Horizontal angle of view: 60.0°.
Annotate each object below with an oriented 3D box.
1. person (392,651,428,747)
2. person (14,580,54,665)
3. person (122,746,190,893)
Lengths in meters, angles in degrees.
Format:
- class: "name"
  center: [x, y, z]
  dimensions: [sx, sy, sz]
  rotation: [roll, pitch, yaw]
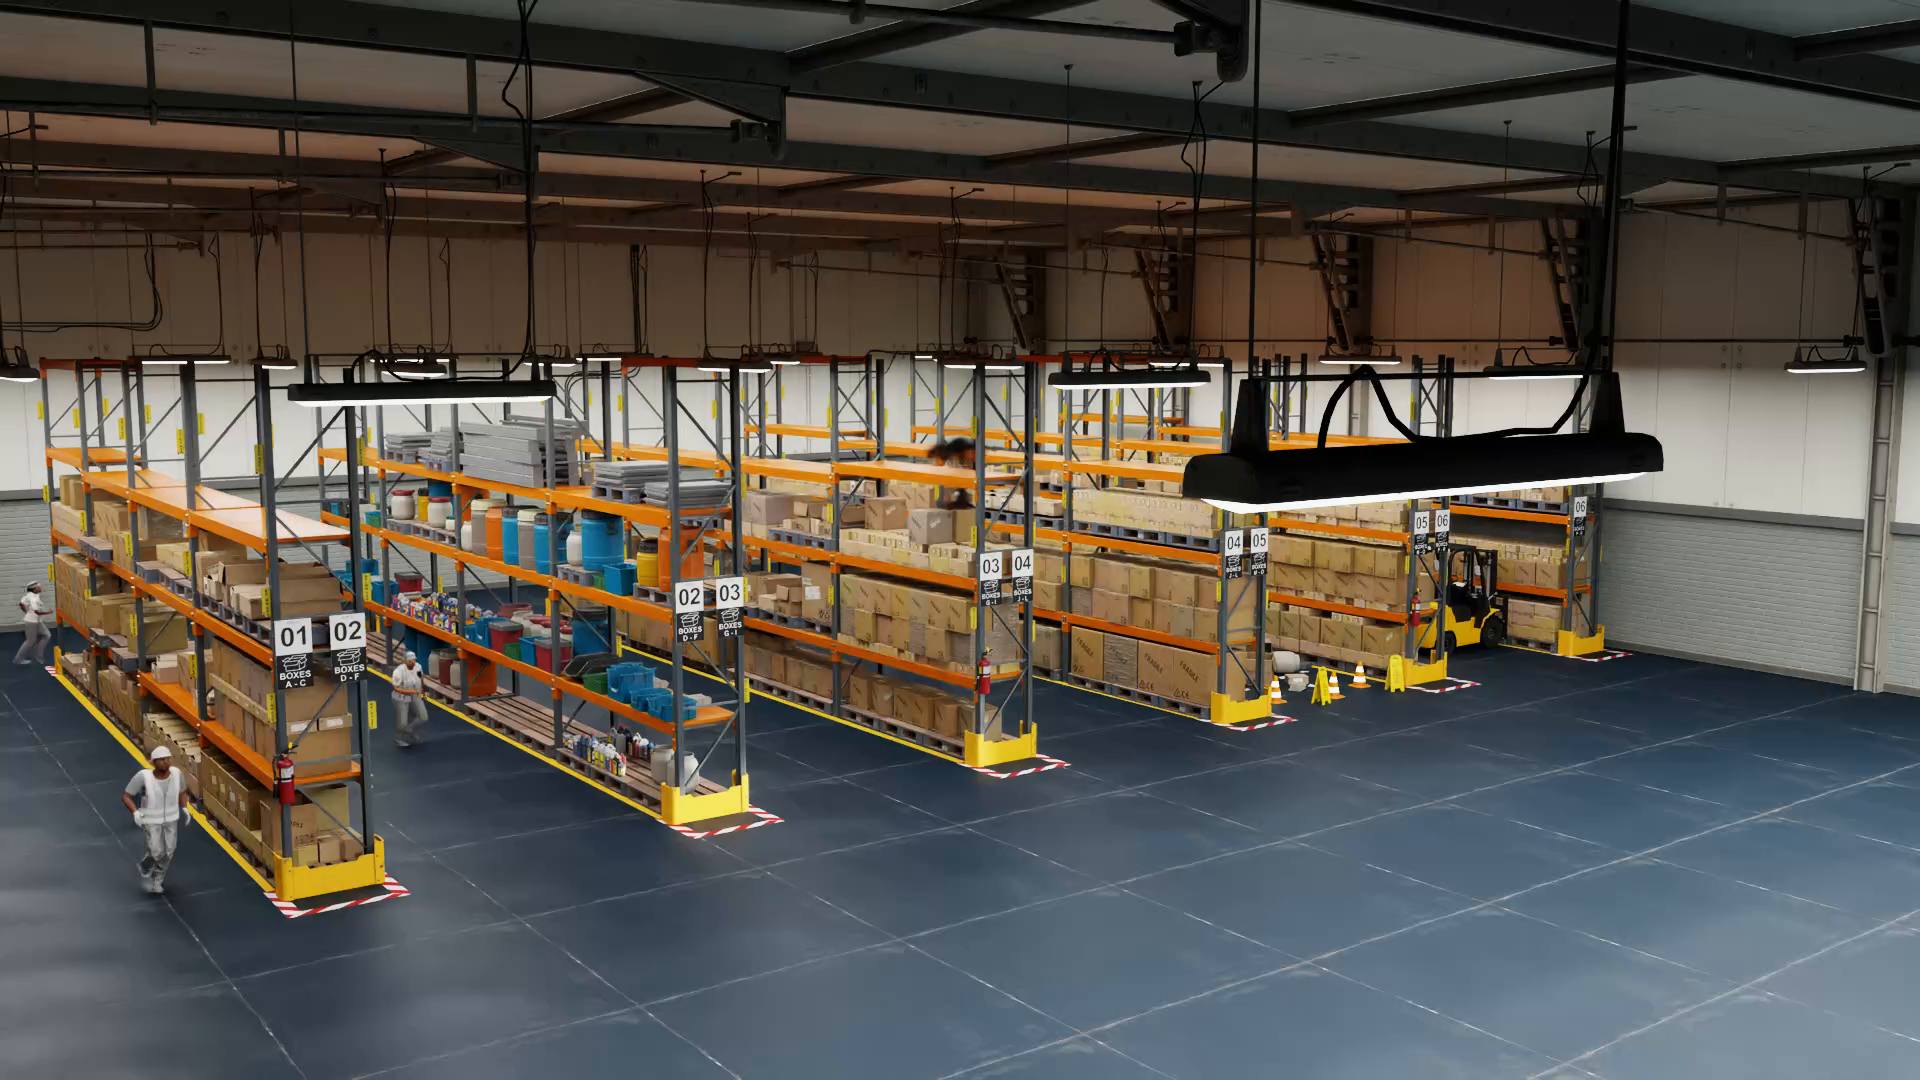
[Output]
- class: "person"
  center: [-8.552, 2.470, 25.836]
  dimensions: [0.772, 1.556, 0.606]
  rotation: [6, 9, 42]
- class: "person"
  center: [-18.050, 1.635, 32.391]
  dimensions: [0.754, 1.731, 0.560]
  rotation: [-4, 8, -31]
- class: "person"
  center: [-9.156, 3.202, 18.992]
  dimensions: [0.595, 1.721, 0.677]
  rotation: [7, 9, 43]
